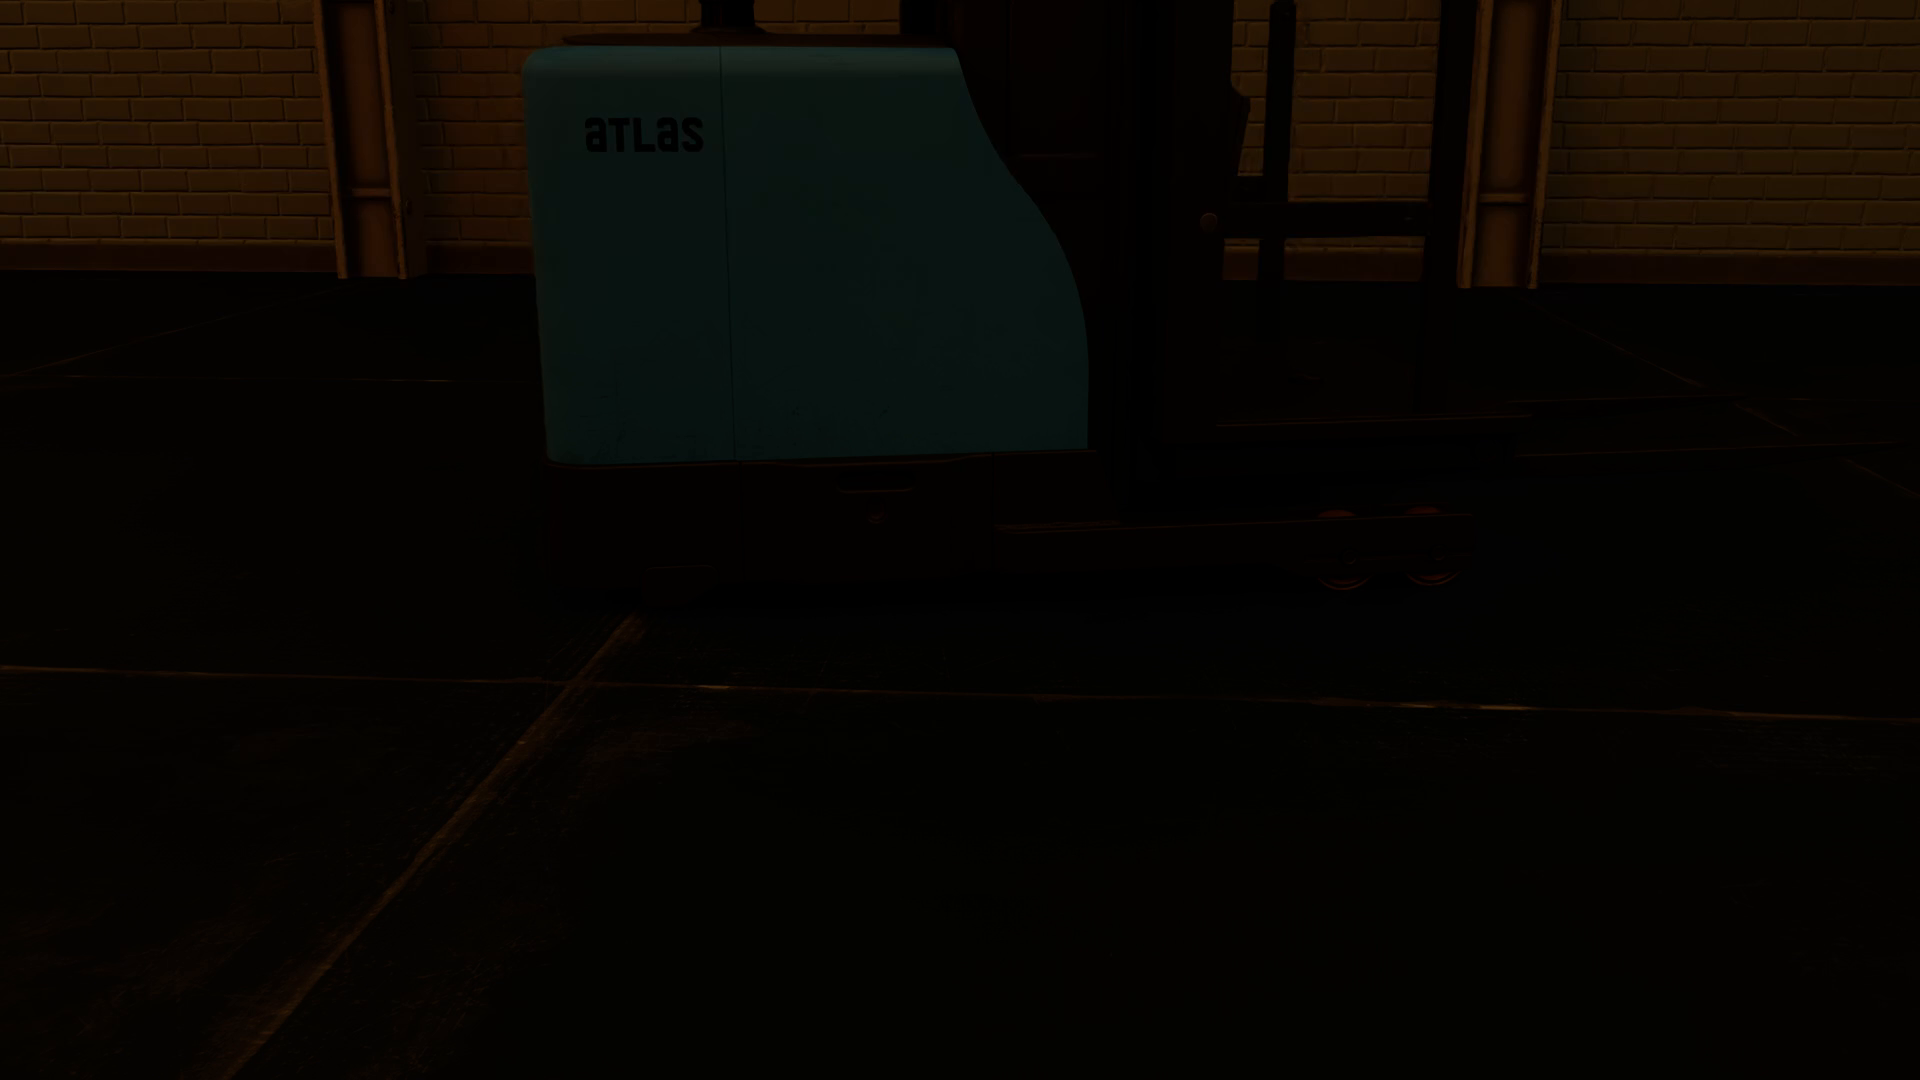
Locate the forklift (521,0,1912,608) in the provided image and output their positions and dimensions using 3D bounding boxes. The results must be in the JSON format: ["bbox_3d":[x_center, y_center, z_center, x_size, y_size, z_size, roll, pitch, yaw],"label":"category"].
[{"bbox_3d":[0.619,-1.444,3.538,3.031,2.935,1.130,-2,15,-9],"label":"forklift"}]
